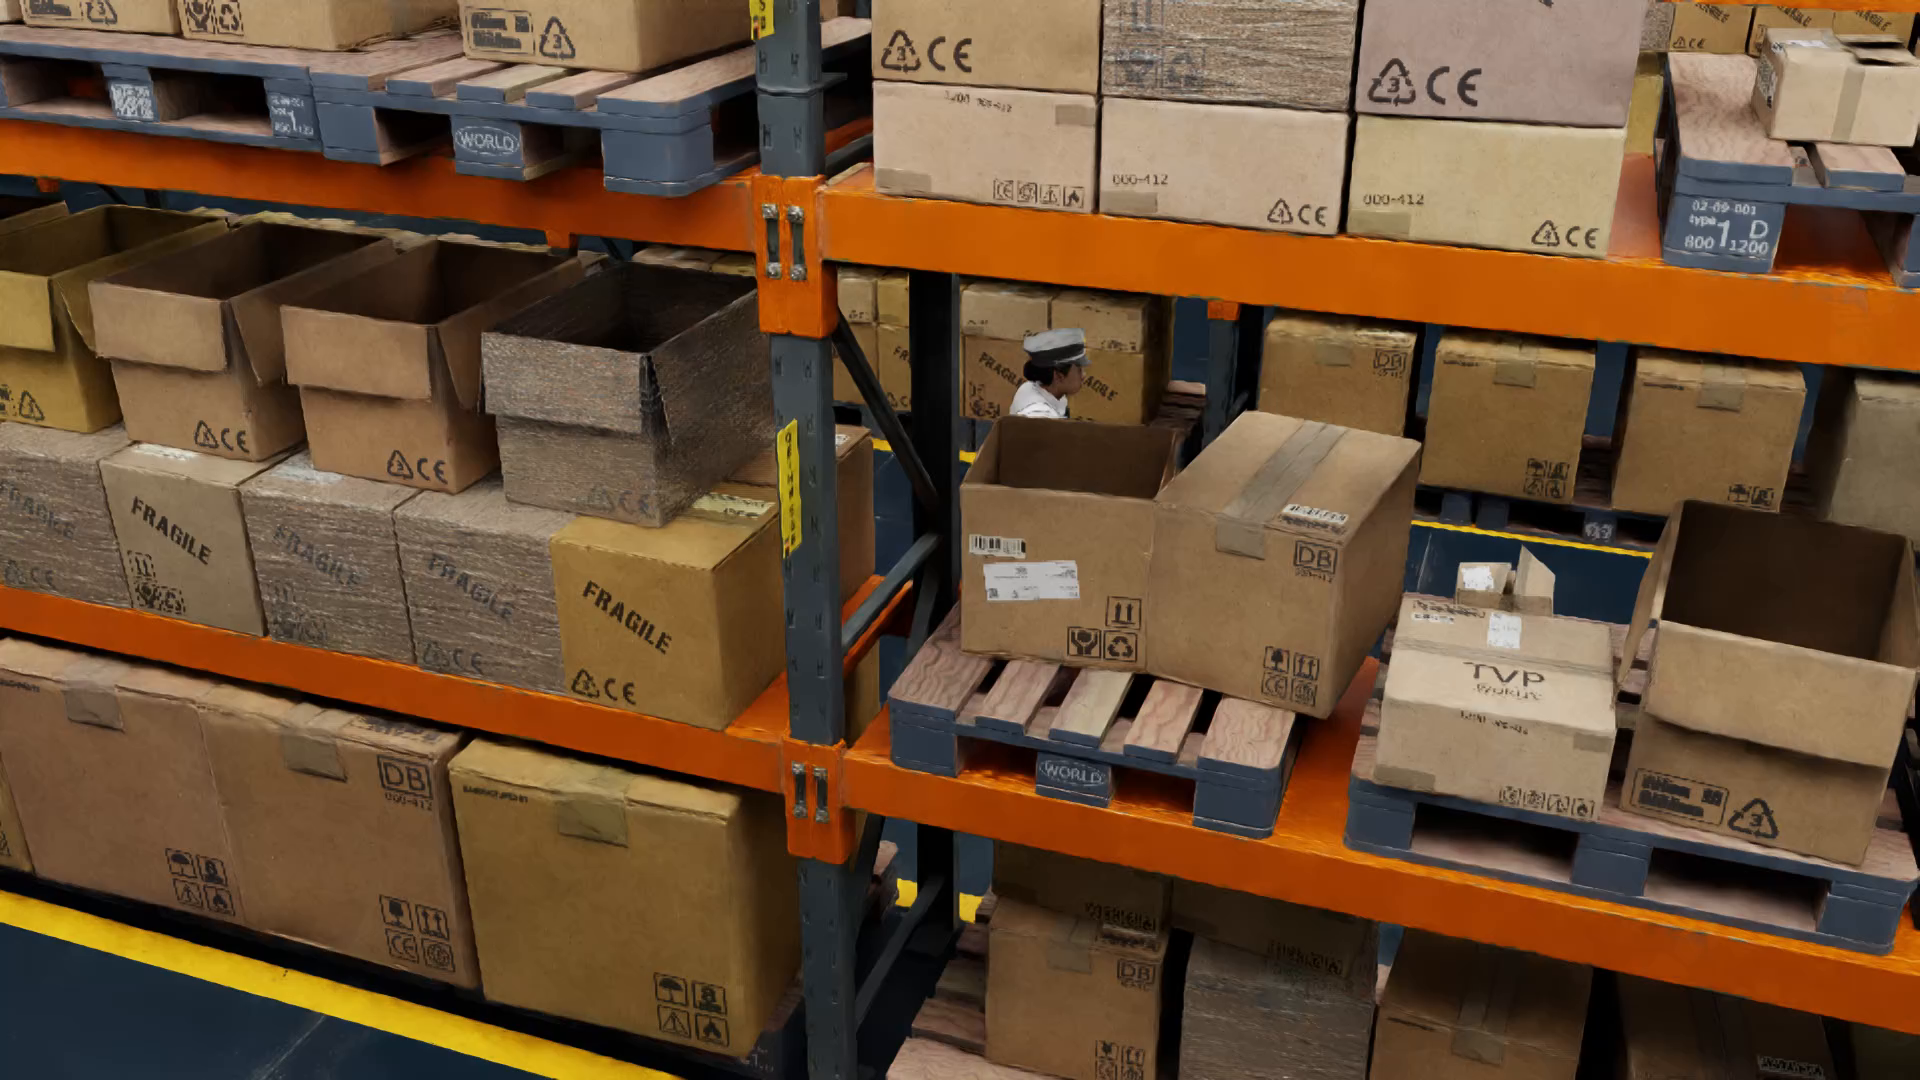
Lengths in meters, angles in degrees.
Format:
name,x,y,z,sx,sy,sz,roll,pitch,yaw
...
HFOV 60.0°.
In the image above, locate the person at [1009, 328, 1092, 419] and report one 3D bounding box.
name,x,y,z,sx,sy,sz,roll,pitch,yaw
person,0.211,-0.066,6.766,0.601,1.652,0.493,-1,26,-2
